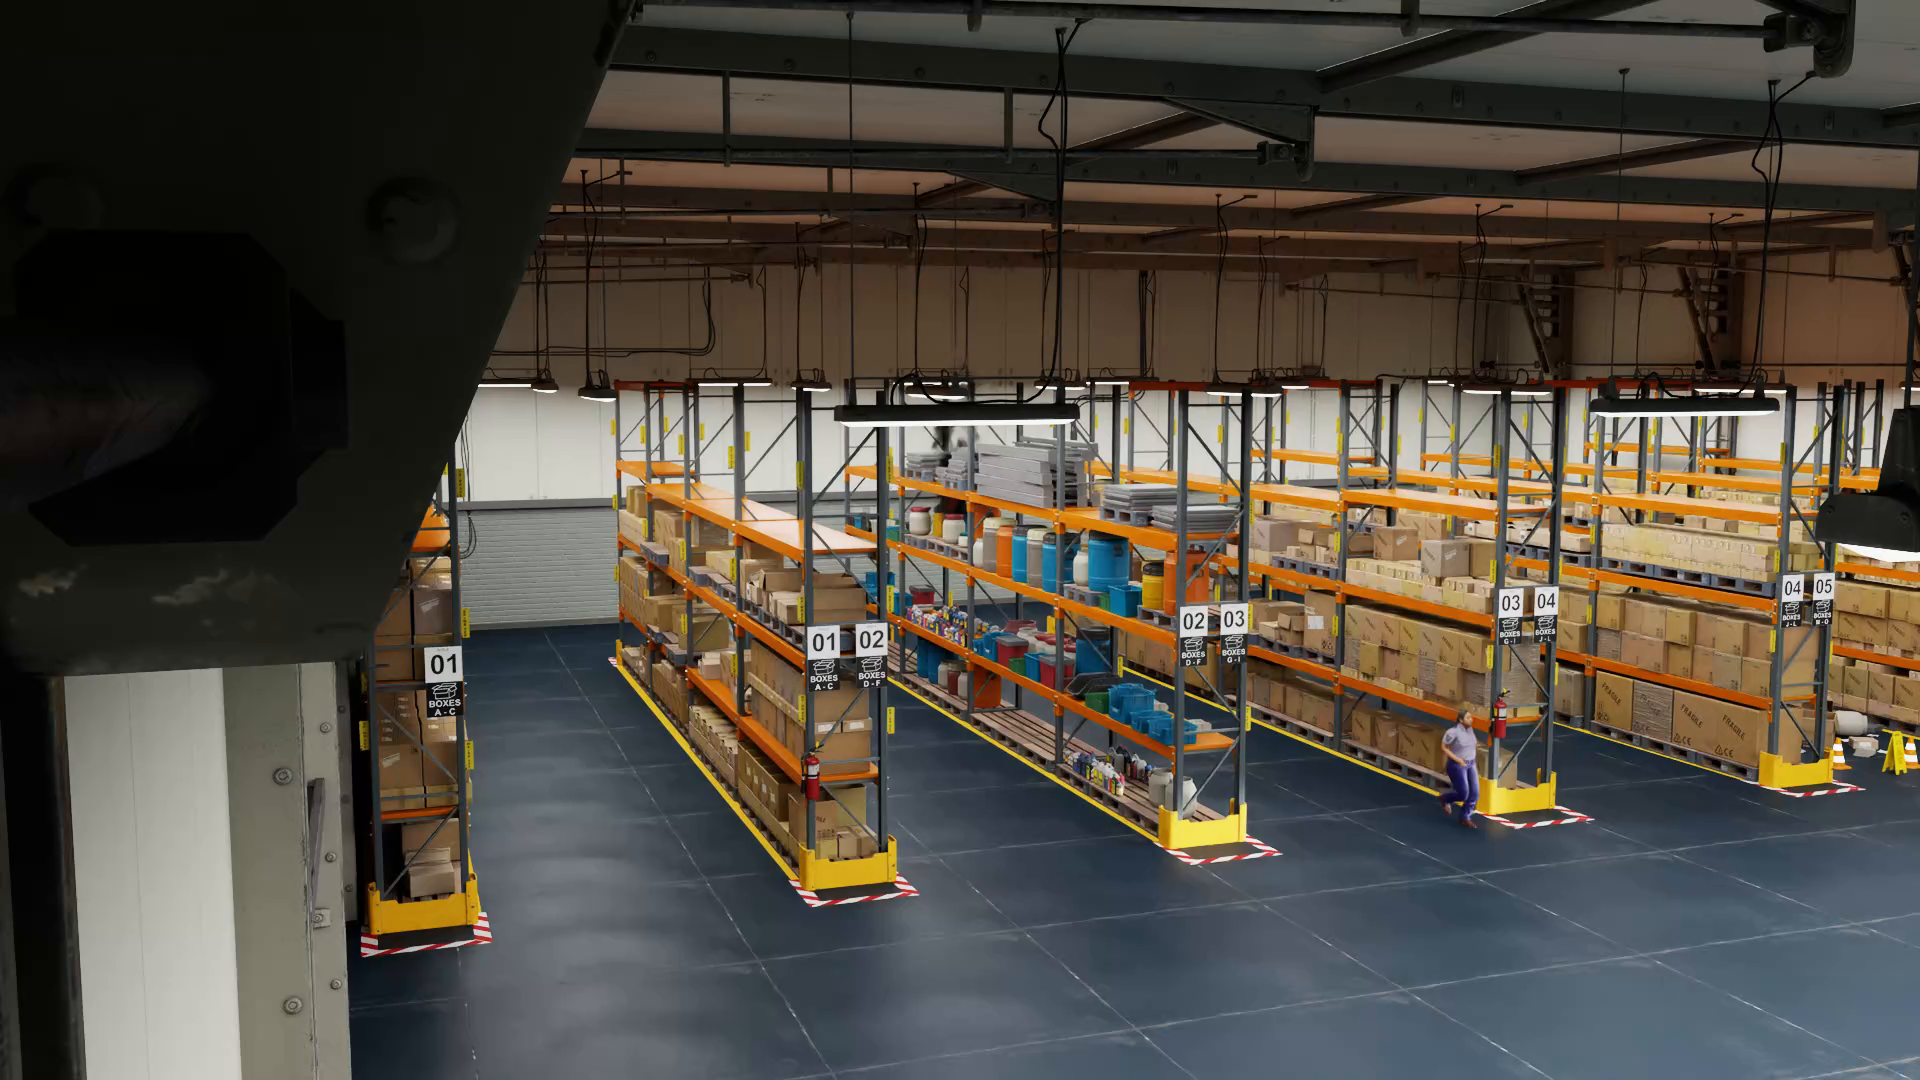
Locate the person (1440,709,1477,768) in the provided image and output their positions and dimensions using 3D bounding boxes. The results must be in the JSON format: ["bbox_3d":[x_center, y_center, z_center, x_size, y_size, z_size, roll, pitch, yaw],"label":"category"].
[{"bbox_3d":[6.918,2.766,22.807,0.641,0.887,0.378,-3,7,-28],"label":"person"}]
